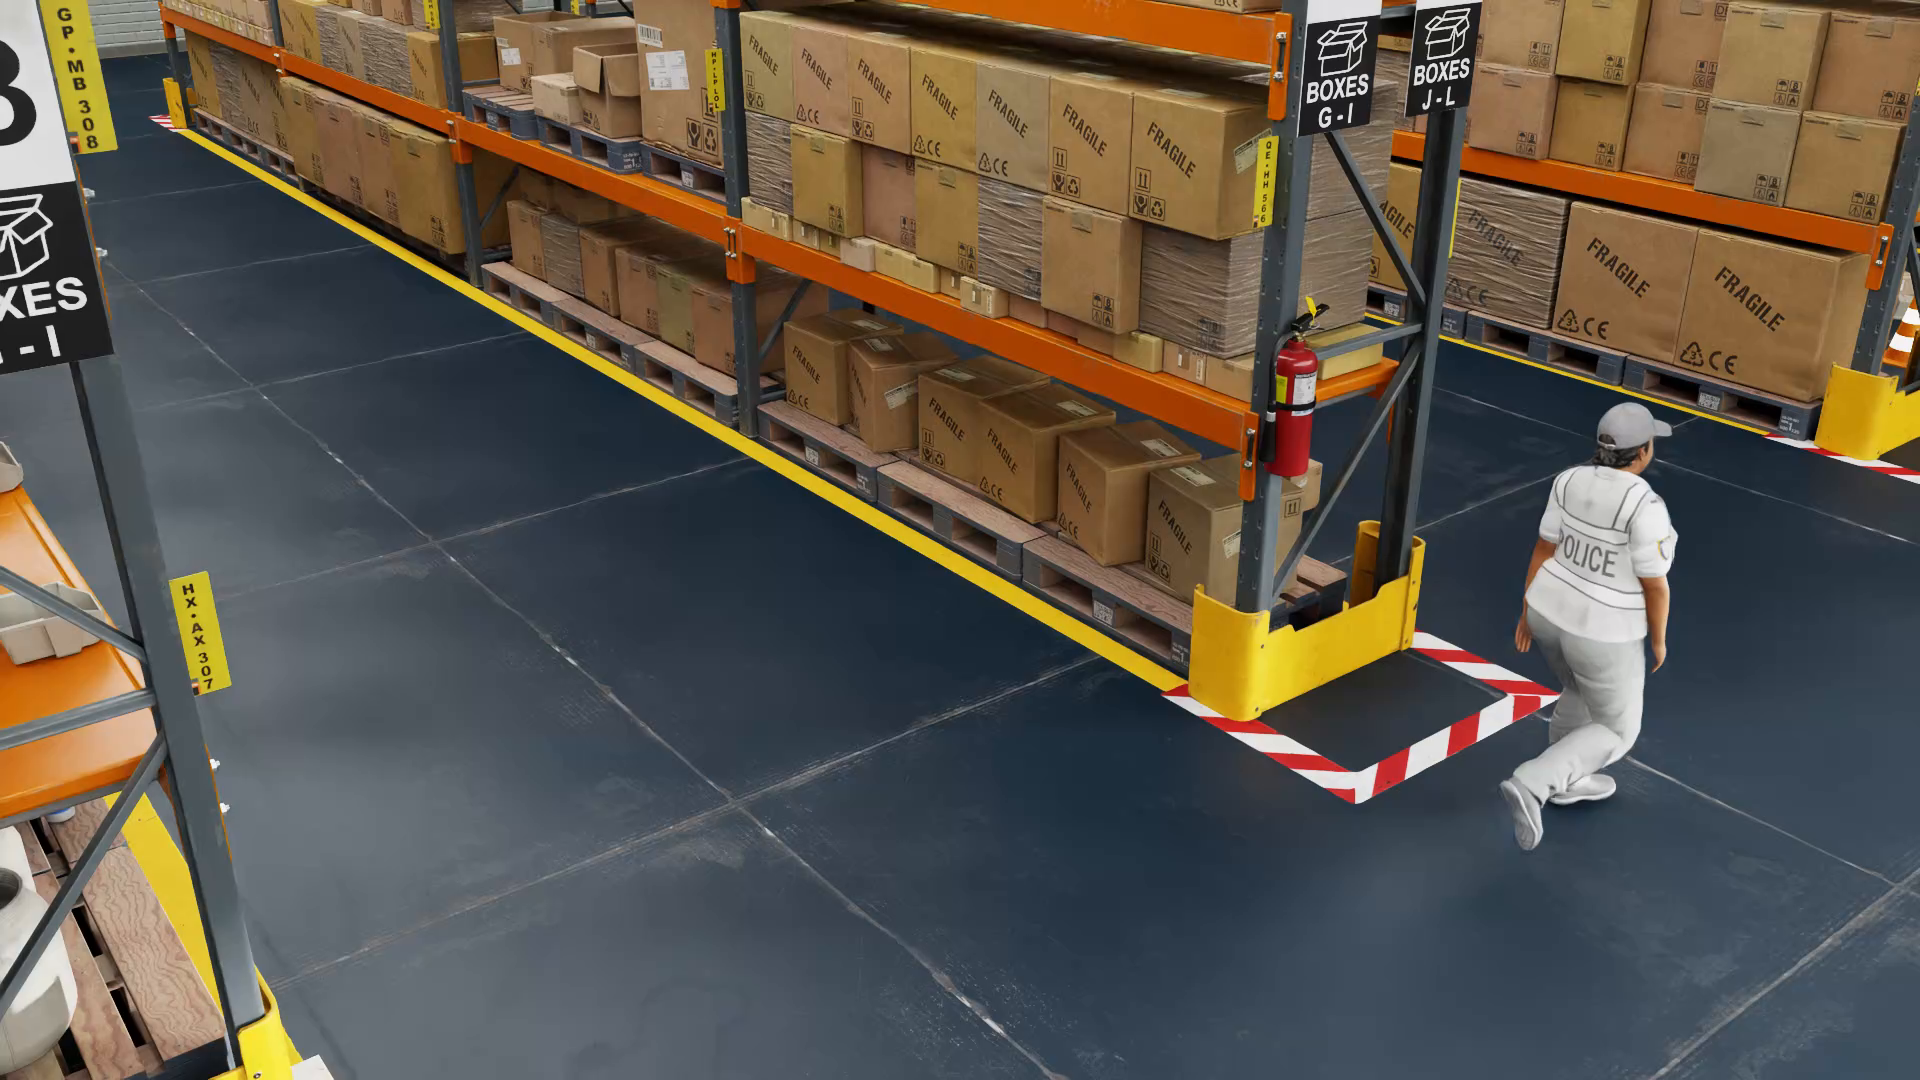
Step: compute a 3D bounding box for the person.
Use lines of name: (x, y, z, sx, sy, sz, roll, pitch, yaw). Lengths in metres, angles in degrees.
person: (2.209, 0.309, 5.917, 0.761, 1.631, 0.503, -13, 28, -25)
